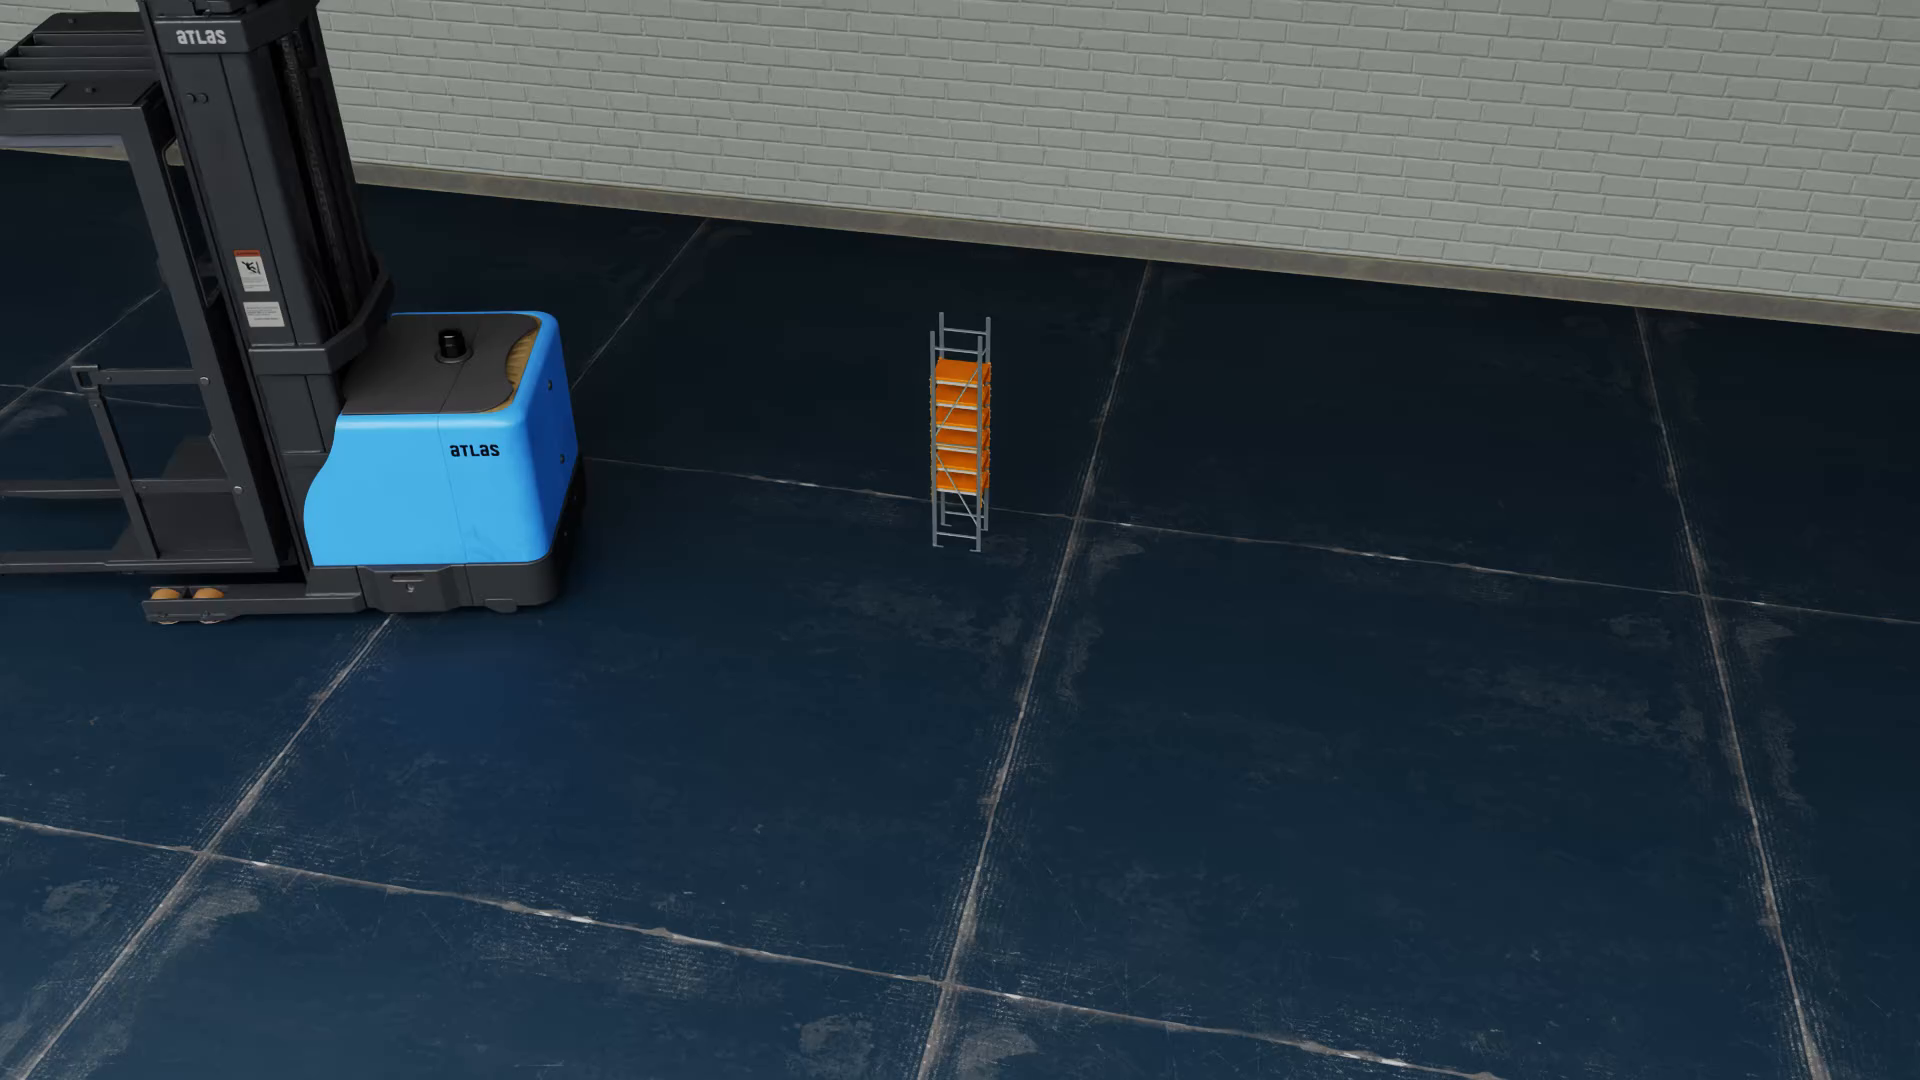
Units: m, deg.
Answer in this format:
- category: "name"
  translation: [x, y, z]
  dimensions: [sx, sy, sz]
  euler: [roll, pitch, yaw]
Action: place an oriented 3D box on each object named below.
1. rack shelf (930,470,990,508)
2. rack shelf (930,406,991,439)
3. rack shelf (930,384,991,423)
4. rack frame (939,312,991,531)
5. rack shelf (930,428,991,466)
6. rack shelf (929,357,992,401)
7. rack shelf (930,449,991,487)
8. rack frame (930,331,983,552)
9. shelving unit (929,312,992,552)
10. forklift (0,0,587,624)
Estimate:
- category: "rack shelf"
  translation: [0.003, -0.264, 8.076]
  dimensions: [0.258, 0.103, 0.180]
  euler: [7, 37, 10]
- category: "rack shelf"
  translation: [0.003, -0.555, 7.865]
  dimensions: [0.258, 0.103, 0.180]
  euler: [7, 37, 10]
- category: "rack shelf"
  translation: [0.003, -0.652, 7.795]
  dimensions: [0.258, 0.103, 0.180]
  euler: [7, 37, 10]
- category: "rack frame"
  translation: [0.023, -0.547, 7.982]
  dimensions: [0.240, 1.200, 0.006]
  euler: [7, 37, 10]
- category: "rack shelf"
  translation: [0.003, -0.458, 7.935]
  dimensions: [0.258, 0.103, 0.180]
  euler: [7, 37, 10]
- category: "rack shelf"
  translation: [0.003, -0.750, 7.724]
  dimensions: [0.258, 0.103, 0.180]
  euler: [7, 37, 10]
- category: "rack shelf"
  translation: [0.003, -0.361, 8.006]
  dimensions: [0.258, 0.103, 0.180]
  euler: [7, 37, 10]
- category: "rack frame"
  translation: [-0.016, -0.442, 7.837]
  dimensions: [0.240, 1.200, 0.006]
  euler: [7, 37, 10]
- category: "shelving unit"
  translation: [0.003, -0.494, 7.909]
  dimensions: [0.258, 1.200, 0.189]
  euler: [7, 37, 10]
- category: "forklift"
  translation: [-3.403, -1.111, 7.286]
  dimensions: [3.031, 2.935, 1.130]
  euler: [-1, 36, -1]
